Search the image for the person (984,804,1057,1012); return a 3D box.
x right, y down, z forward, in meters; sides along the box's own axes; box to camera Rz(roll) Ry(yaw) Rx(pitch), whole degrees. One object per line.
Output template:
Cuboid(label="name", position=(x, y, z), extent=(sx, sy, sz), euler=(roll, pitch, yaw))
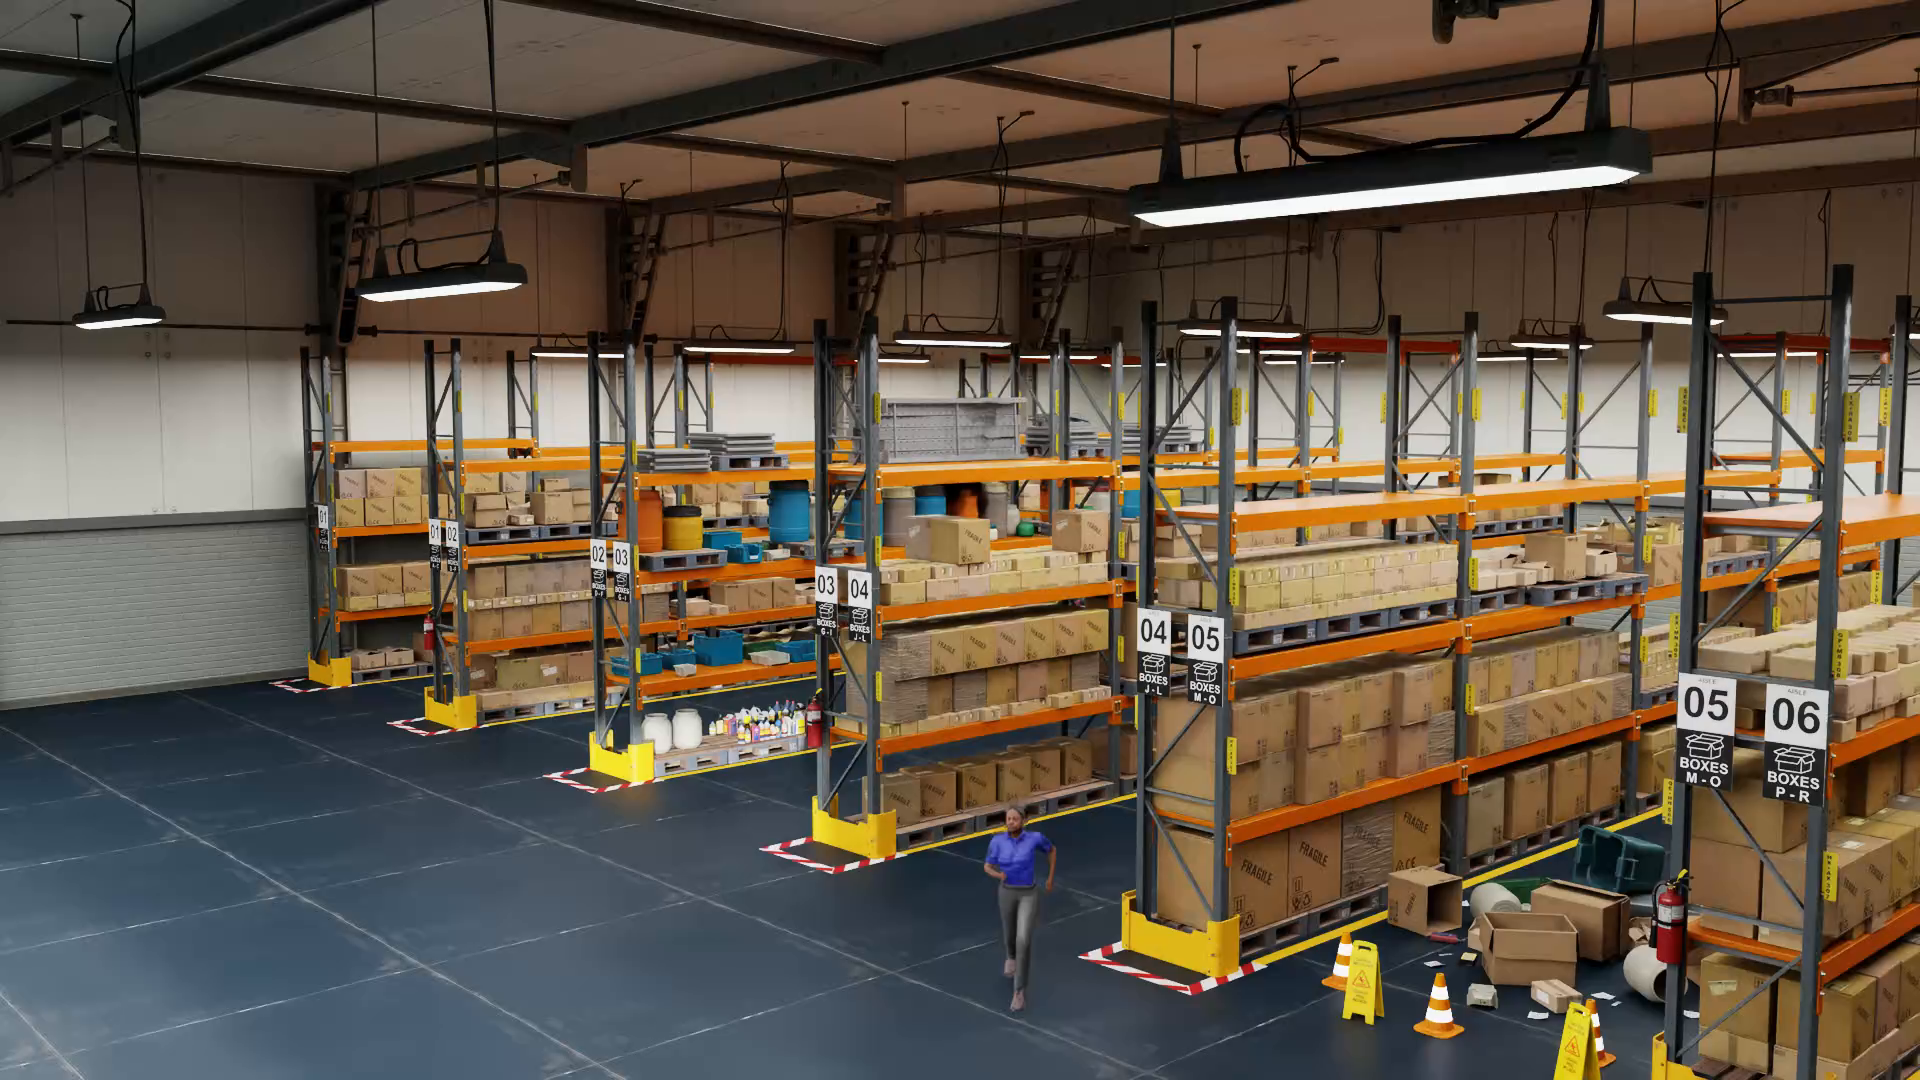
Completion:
Cuboid(label="person", position=(0.519, 3.090, 14.298), extent=(0.586, 1.700, 0.896), euler=(1, 5, 14))
